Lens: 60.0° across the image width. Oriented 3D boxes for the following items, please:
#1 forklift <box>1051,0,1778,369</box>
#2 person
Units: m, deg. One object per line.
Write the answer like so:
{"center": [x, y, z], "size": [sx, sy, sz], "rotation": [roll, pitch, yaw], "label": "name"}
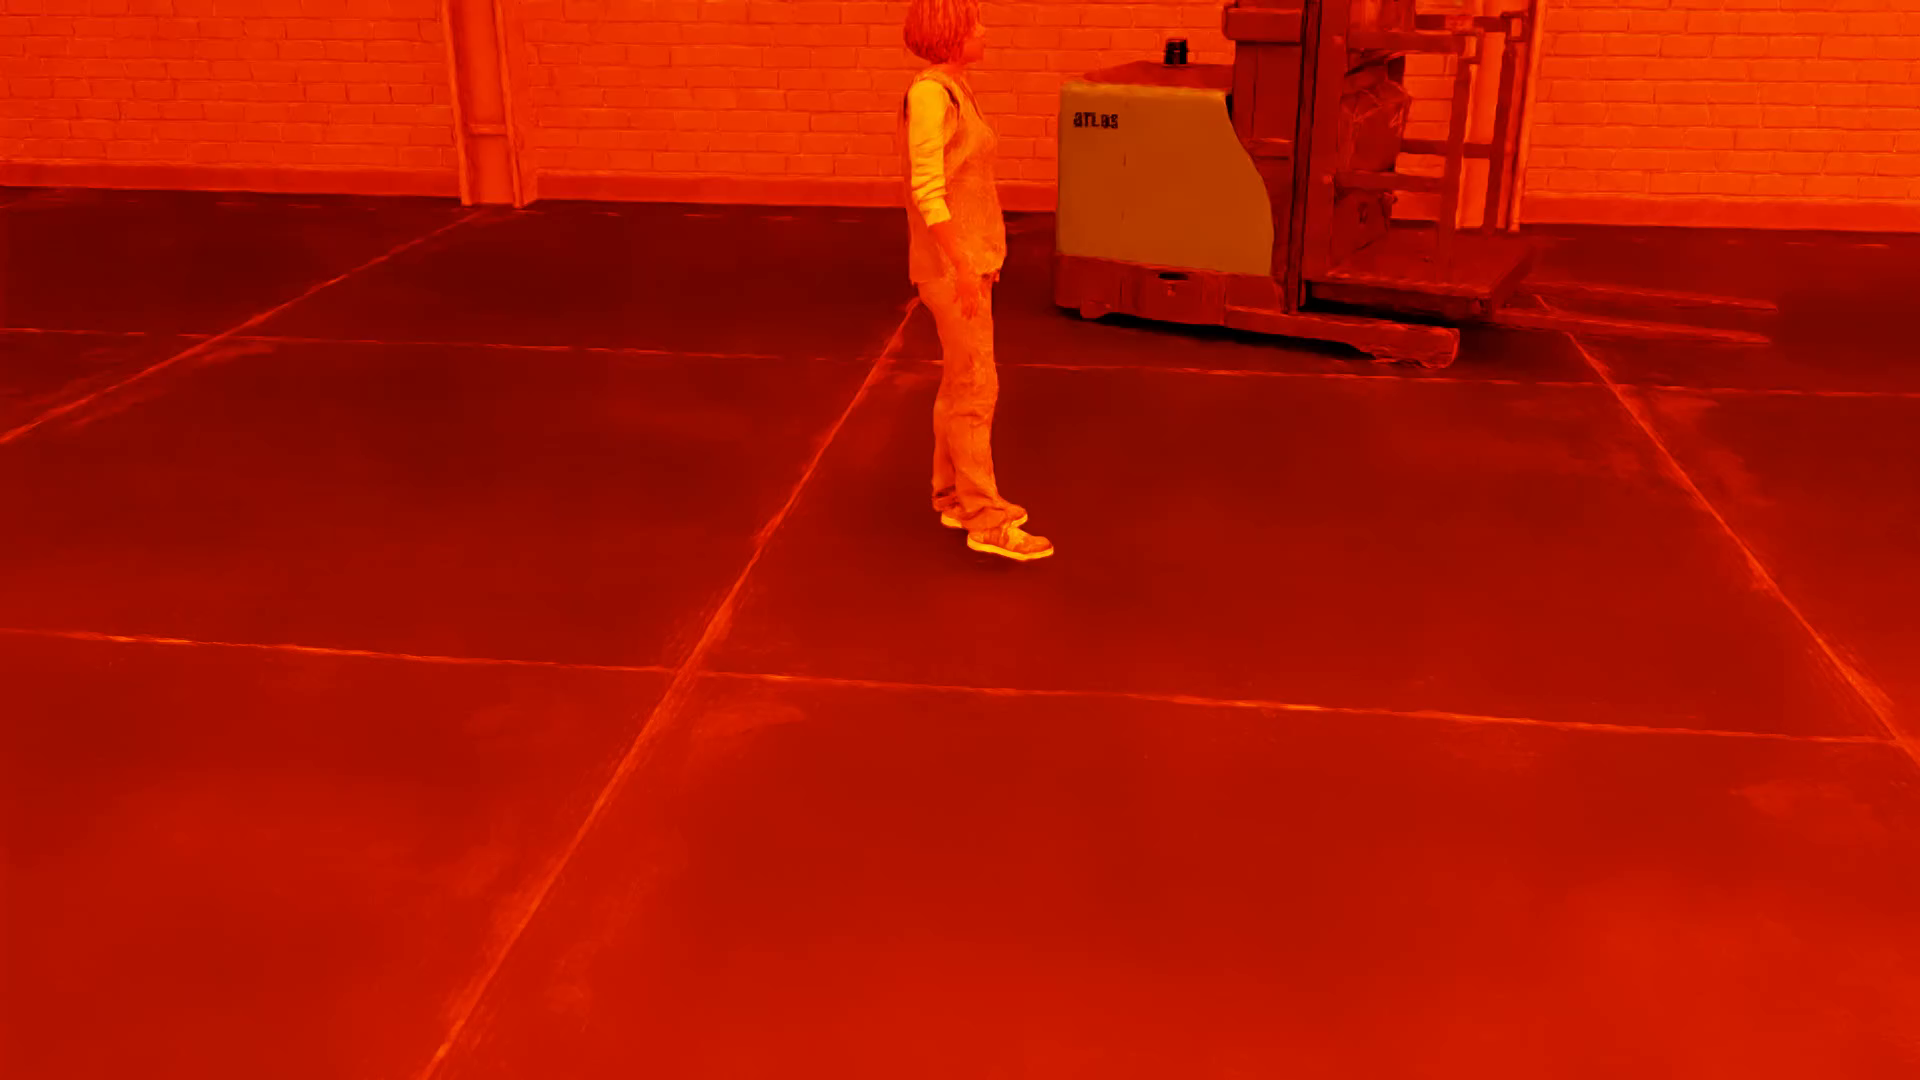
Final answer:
{"center": [1.974, -2.300, 6.965], "size": [3.031, 2.935, 1.130], "rotation": [11, 24, 25], "label": "forklift"}
{"center": [0.071, -0.775, 4.840], "size": [0.476, 1.596, 0.521], "rotation": [3, 22, 7], "label": "person"}
